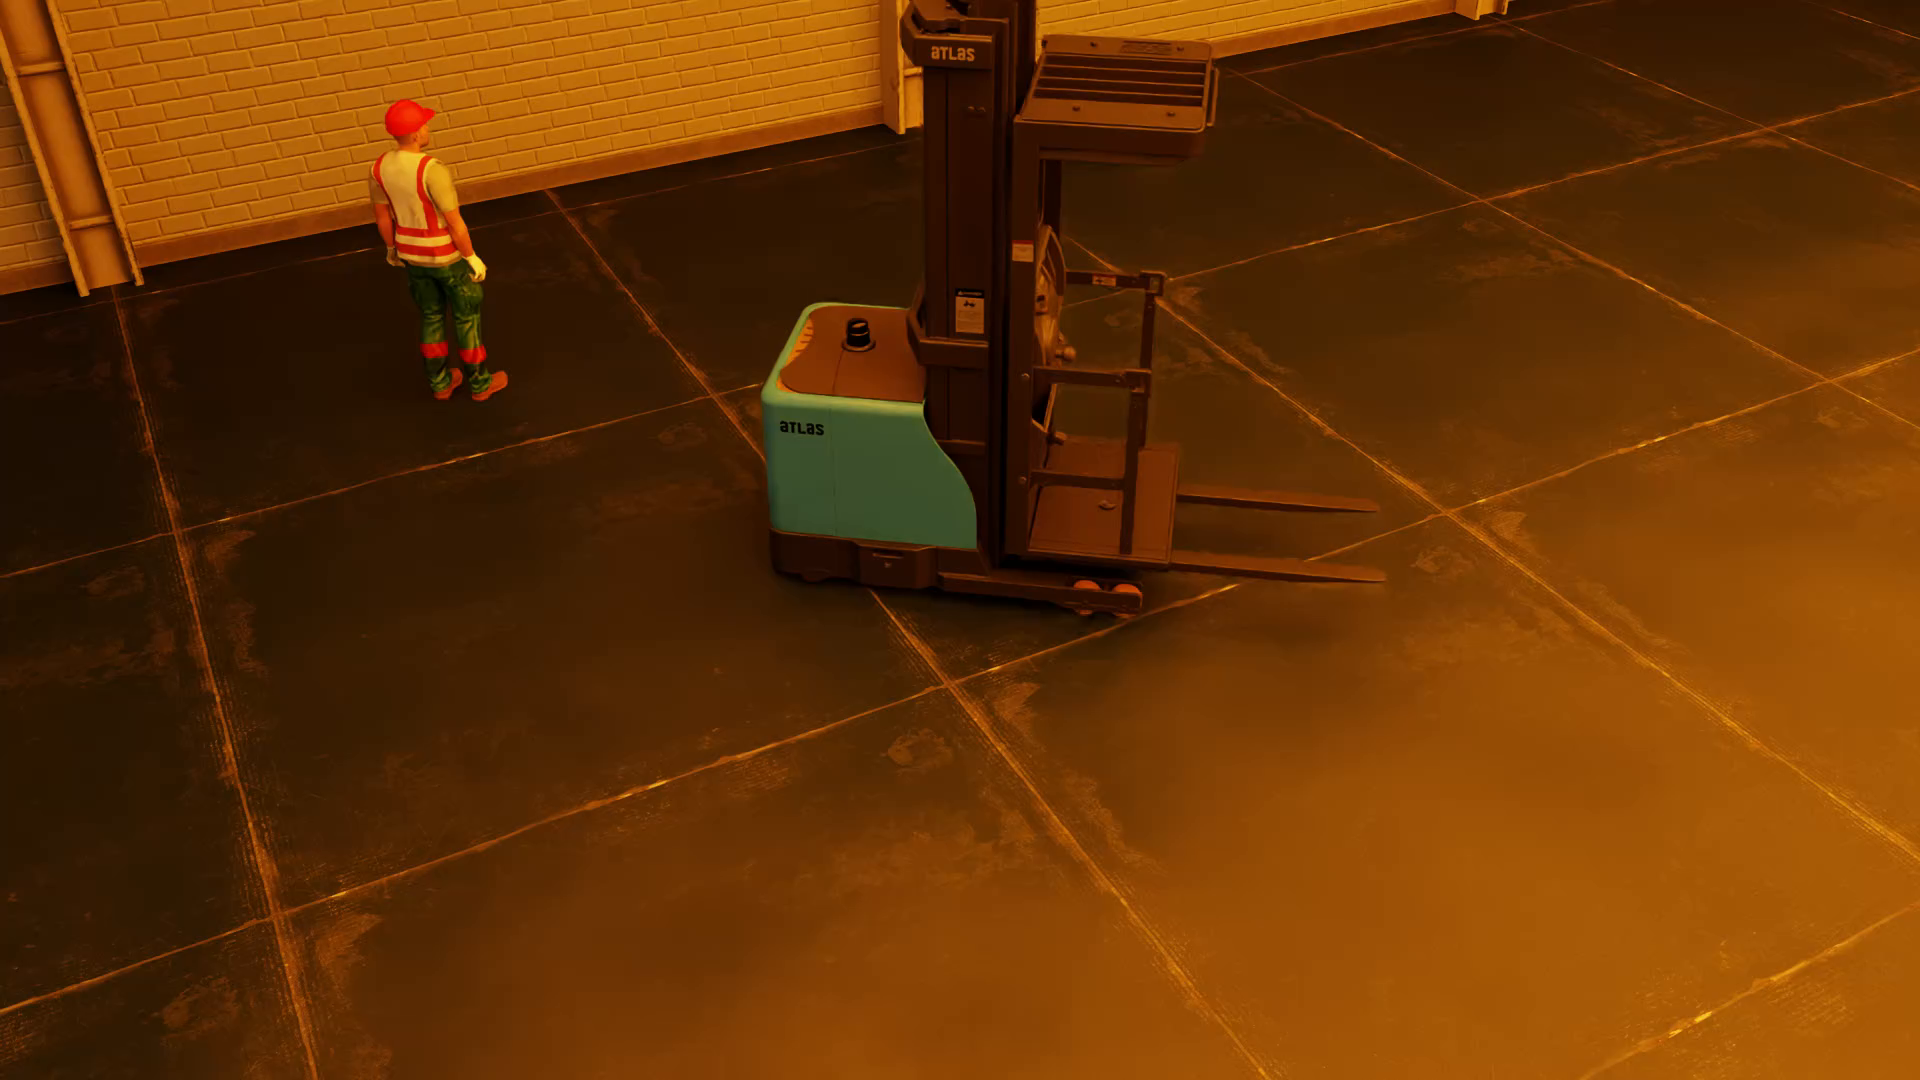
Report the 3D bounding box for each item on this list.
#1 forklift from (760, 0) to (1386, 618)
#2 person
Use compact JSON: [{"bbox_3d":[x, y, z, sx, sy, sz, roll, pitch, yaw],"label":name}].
[{"bbox_3d":[0.606,-1.146,7.745,3.031,2.935,1.130,5,36,7],"label":"forklift"},{"bbox_3d":[-2.952,-1.626,9.415,0.626,1.794,0.383,10,37,14],"label":"person"}]
